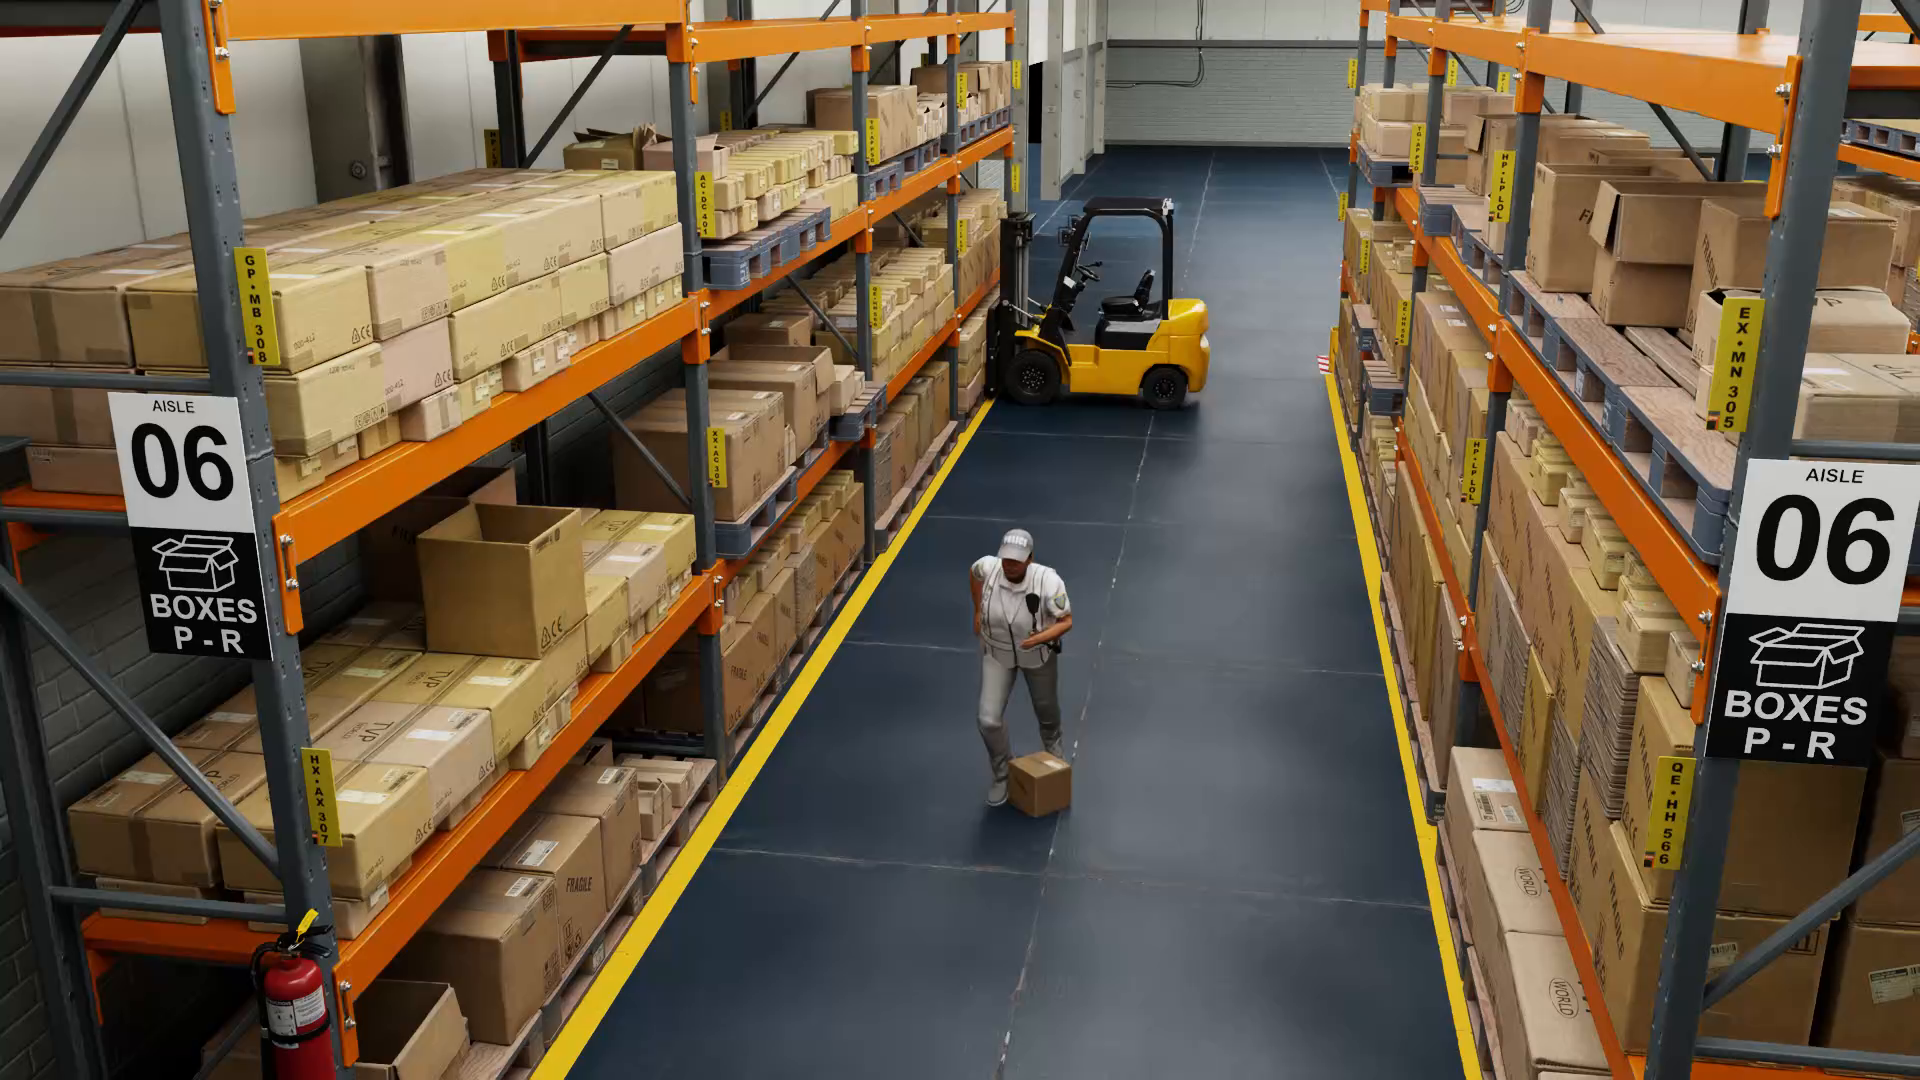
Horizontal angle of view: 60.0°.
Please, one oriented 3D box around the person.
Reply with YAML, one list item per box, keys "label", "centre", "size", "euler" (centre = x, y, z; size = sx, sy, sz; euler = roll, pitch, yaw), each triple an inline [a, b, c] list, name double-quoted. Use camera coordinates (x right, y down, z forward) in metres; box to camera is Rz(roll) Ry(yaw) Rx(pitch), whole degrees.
- label: "person"
  centre: [0.332, 0.642, 9.209]
  size: [0.594, 1.606, 0.917]
  euler: [2, 18, 7]
